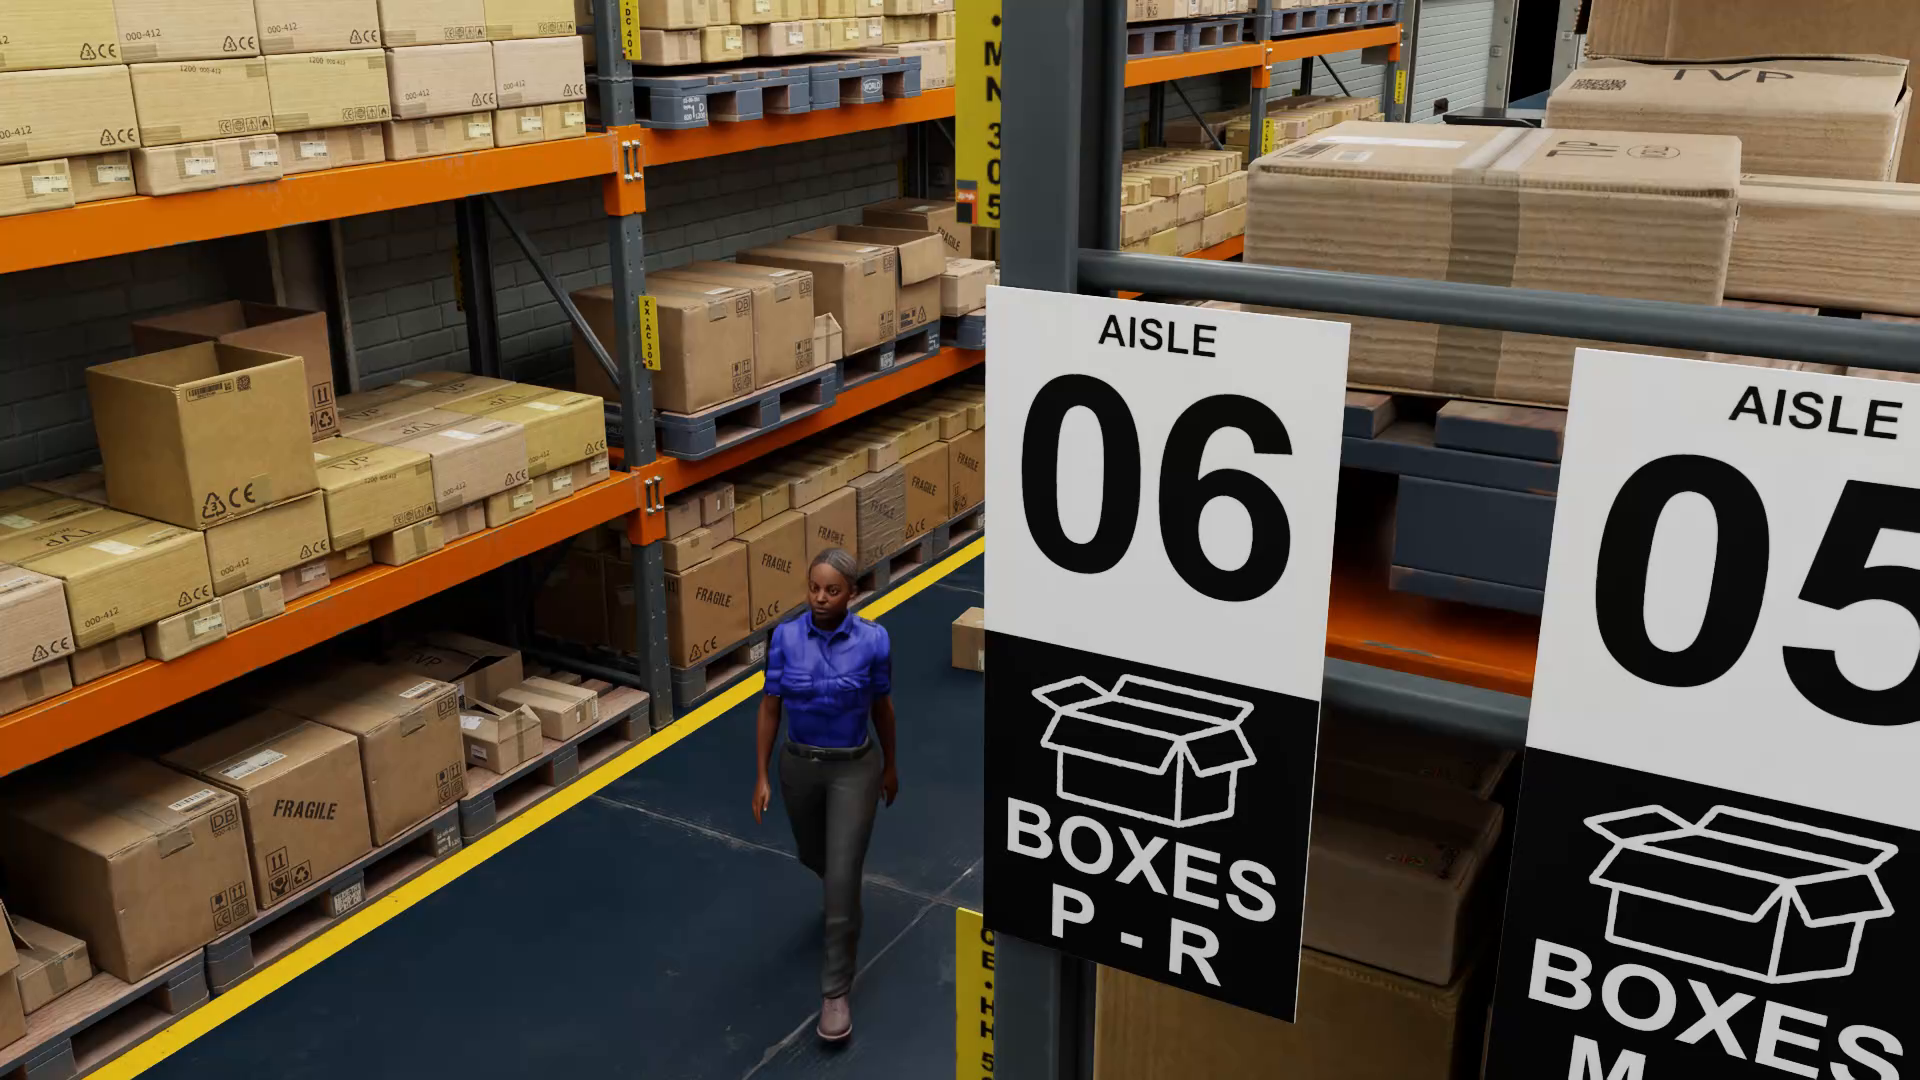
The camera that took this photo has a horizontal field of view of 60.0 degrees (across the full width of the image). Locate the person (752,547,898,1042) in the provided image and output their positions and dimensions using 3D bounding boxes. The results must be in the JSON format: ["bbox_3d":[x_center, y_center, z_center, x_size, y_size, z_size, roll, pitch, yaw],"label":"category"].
[{"bbox_3d":[-0.468,0.799,5.815,0.464,1.604,0.968,3,20,8],"label":"person"}]
